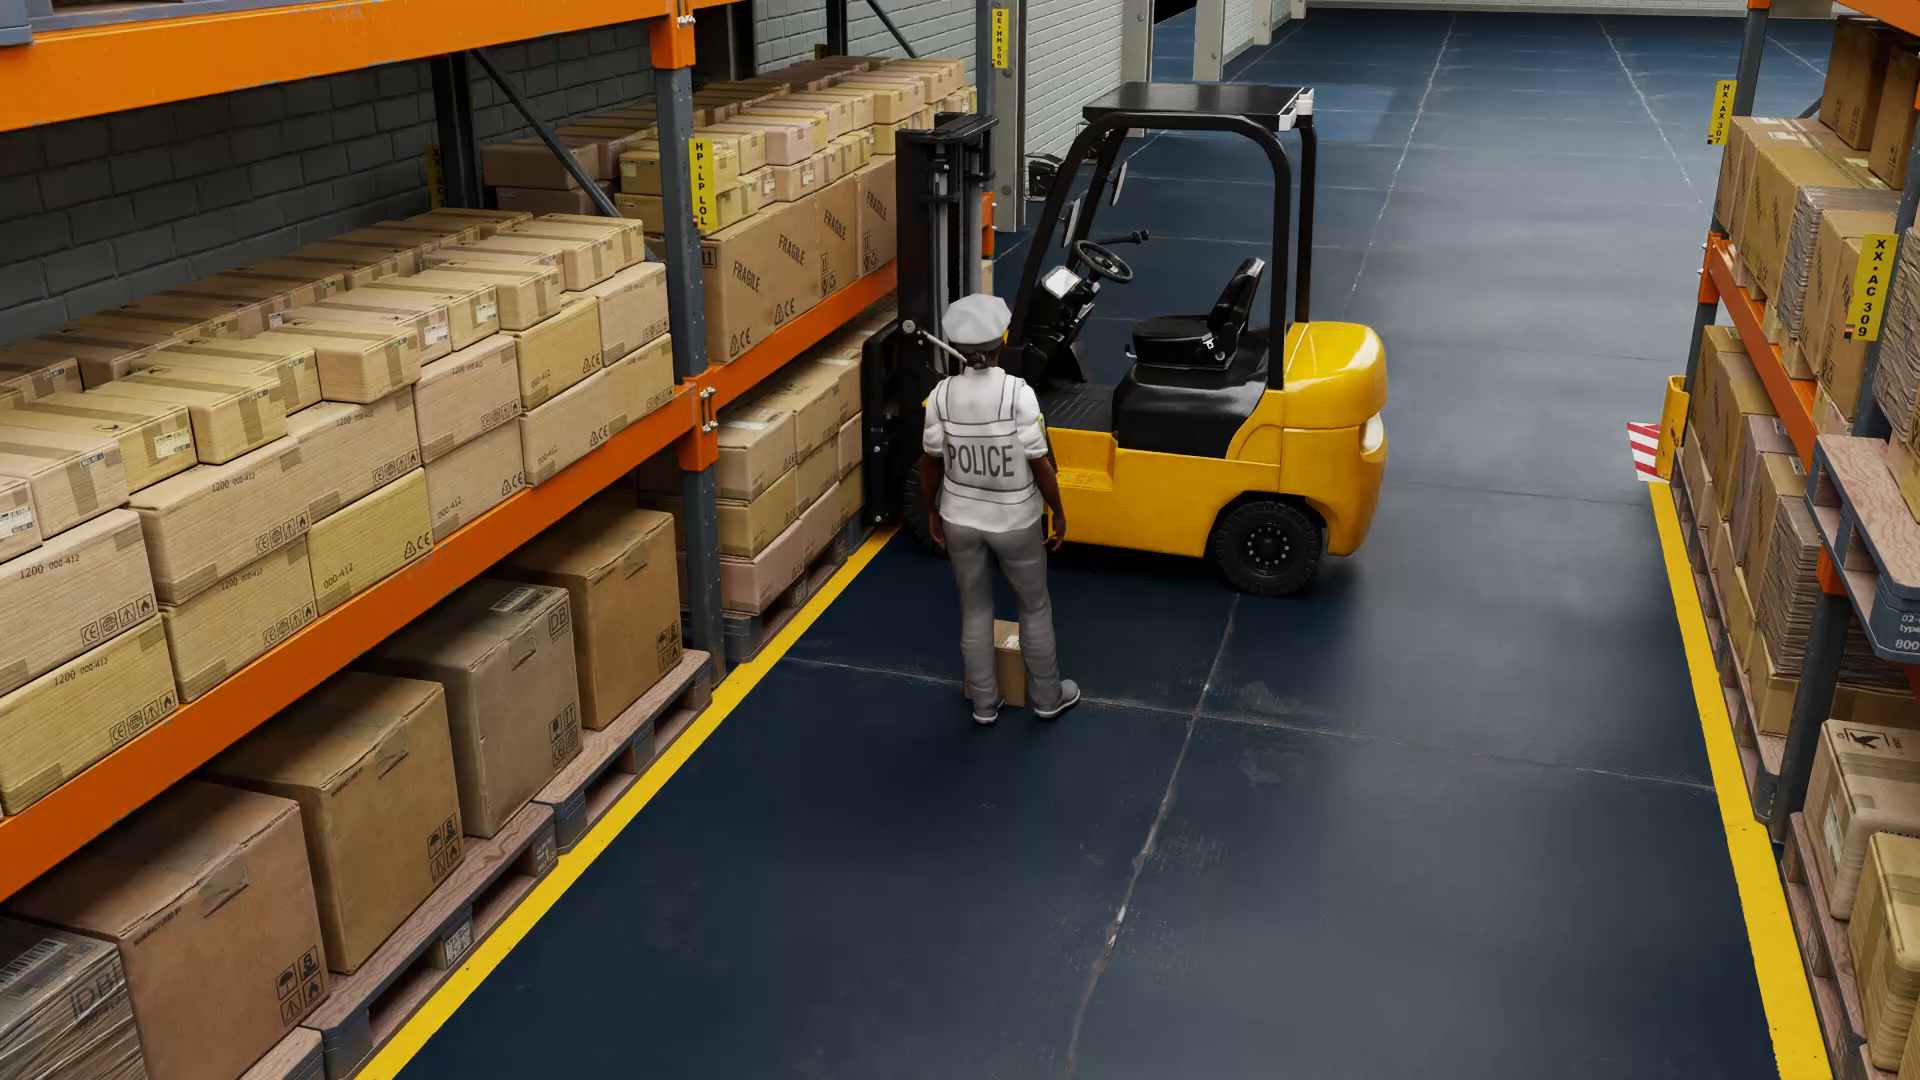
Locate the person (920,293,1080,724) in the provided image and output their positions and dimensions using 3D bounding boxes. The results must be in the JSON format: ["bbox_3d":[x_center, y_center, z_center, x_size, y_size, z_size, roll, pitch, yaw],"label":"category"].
[{"bbox_3d":[0.154,-0.104,6.278,0.568,1.694,0.529,7,23,16],"label":"person"}]
